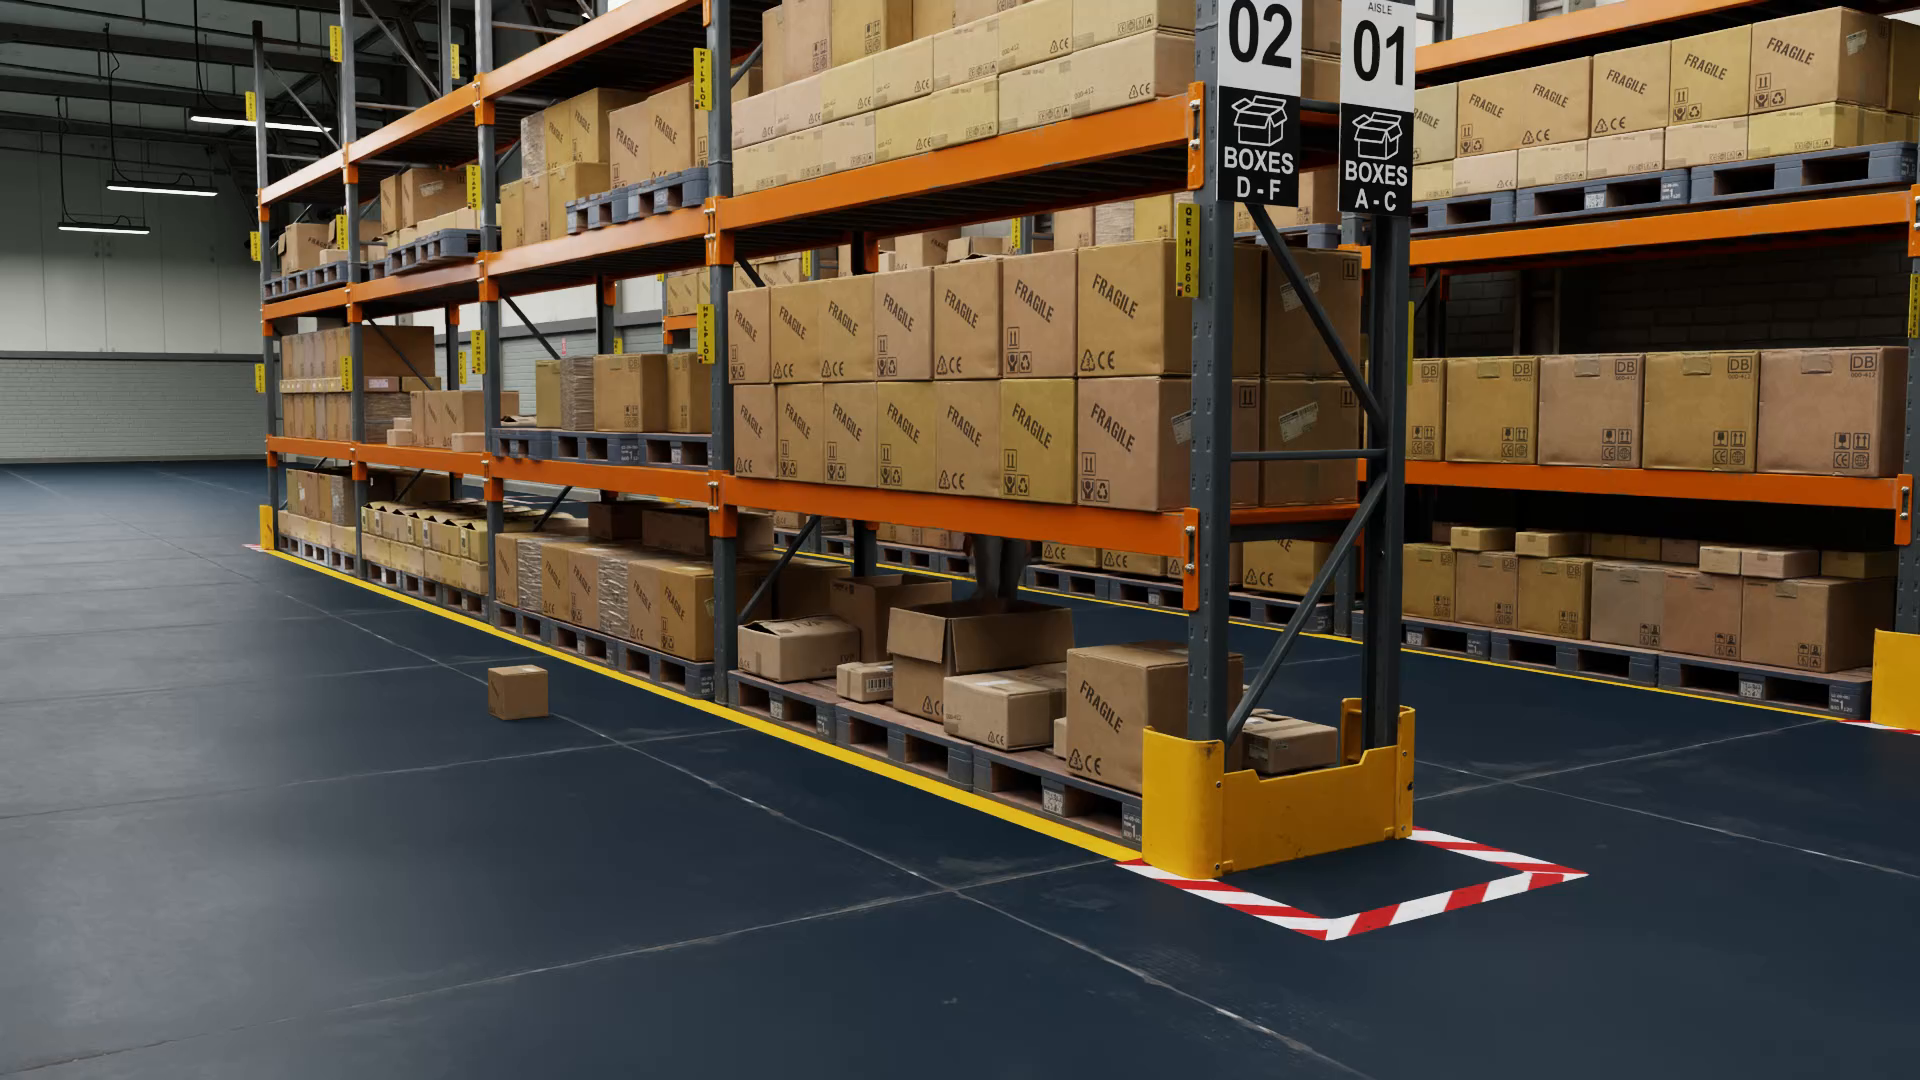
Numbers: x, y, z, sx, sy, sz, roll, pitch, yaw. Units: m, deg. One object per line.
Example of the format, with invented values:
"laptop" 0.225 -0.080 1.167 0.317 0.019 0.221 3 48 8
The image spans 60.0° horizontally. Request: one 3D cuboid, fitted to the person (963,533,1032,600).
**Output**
"person" 0.265 -0.068 10.898 0.483 1.578 0.436 -2 5 -24
